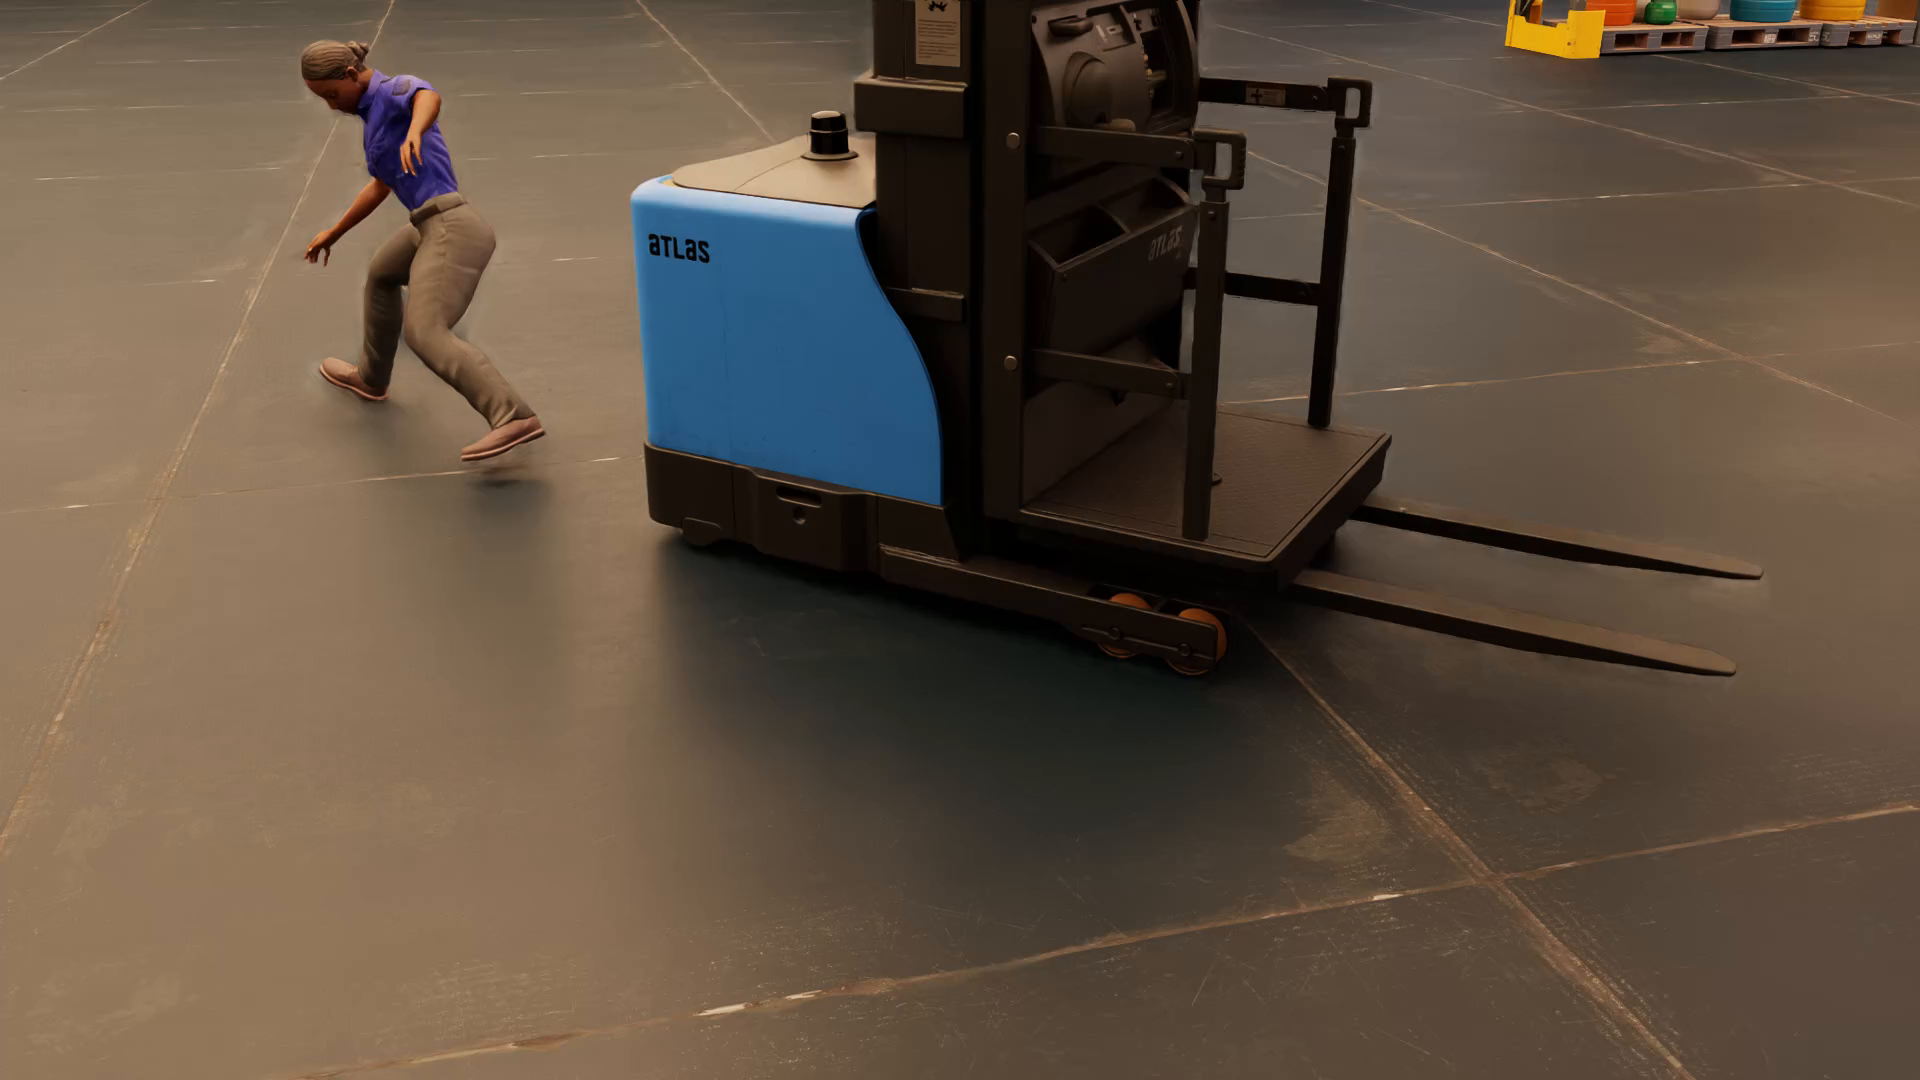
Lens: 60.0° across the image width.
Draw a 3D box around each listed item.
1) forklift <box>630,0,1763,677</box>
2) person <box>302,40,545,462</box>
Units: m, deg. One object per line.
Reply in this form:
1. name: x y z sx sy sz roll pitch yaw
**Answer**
1. forklift: 0.593 -1.241 4.226 3.031 2.935 1.130 12 26 27
2. person: -1.913 -1.017 5.739 0.721 1.348 1.199 -8 24 -18
